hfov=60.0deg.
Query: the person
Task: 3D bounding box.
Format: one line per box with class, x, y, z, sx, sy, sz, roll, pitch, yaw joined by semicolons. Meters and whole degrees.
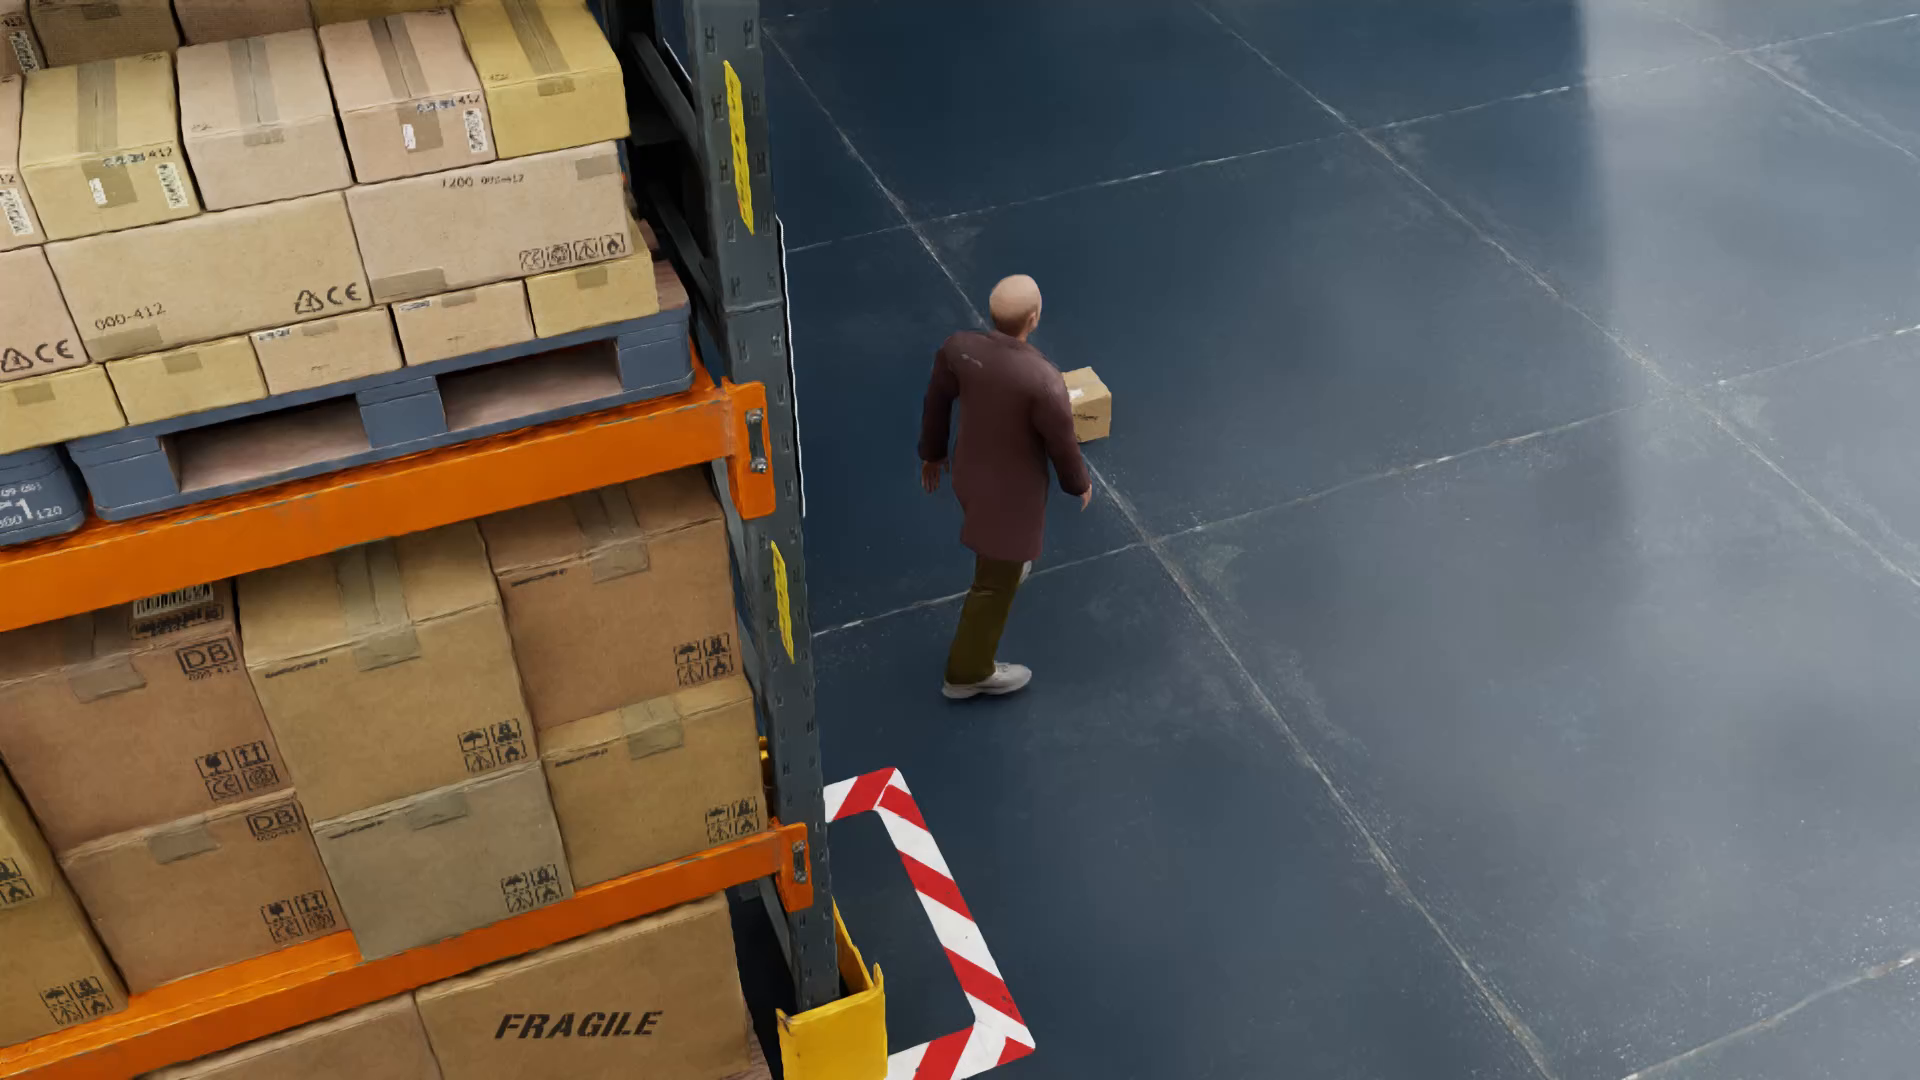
person;0.163;-0.177;6.532;0.675;1.544;0.854;33;51;32
